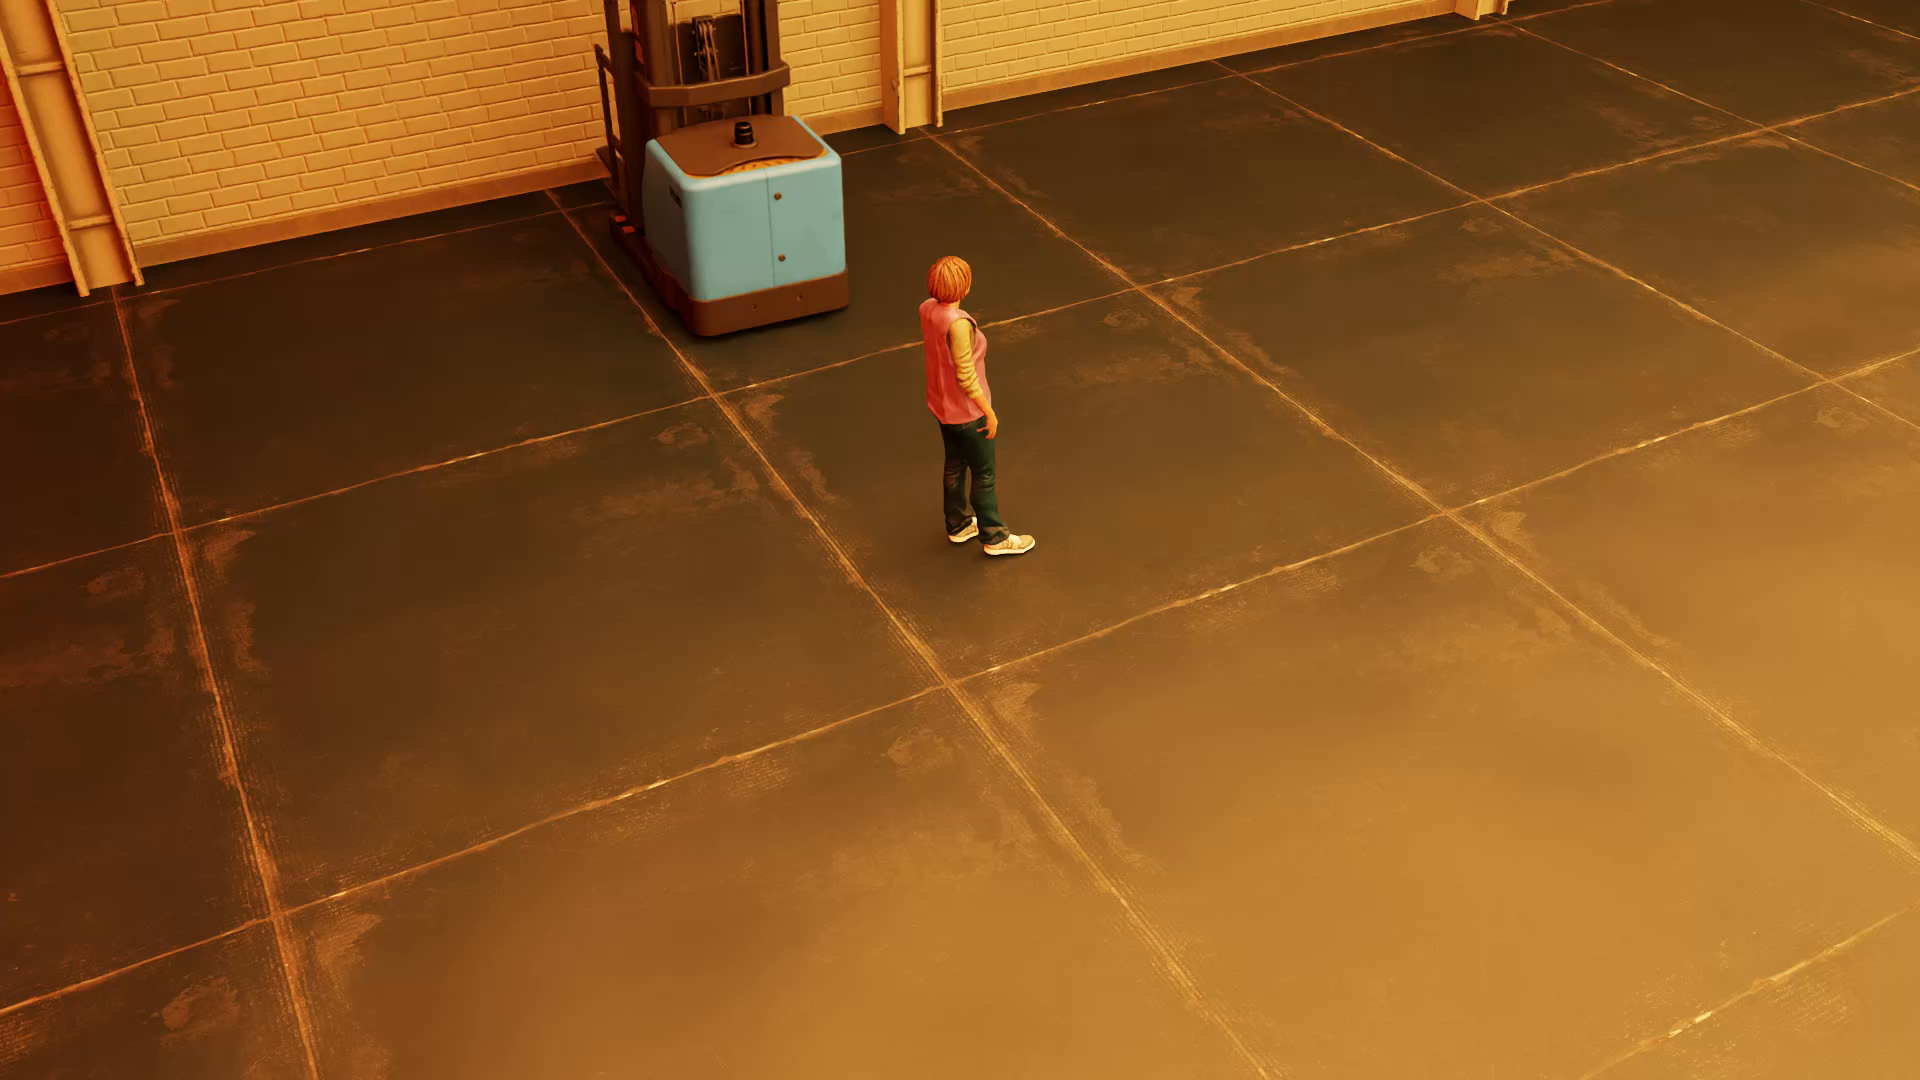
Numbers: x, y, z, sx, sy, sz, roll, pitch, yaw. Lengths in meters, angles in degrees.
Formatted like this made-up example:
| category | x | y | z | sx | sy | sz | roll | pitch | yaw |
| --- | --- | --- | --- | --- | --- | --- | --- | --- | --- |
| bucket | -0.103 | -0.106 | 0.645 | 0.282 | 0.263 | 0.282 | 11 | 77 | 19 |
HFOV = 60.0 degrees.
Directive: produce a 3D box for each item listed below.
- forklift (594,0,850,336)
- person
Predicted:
| category | x | y | z | sx | sy | sz | roll | pitch | yaw |
| --- | --- | --- | --- | --- | --- | --- | --- | --- | --- |
| forklift | -1.802 | -3.300 | 10.792 | 1.130 | 2.935 | 3.031 | -15 | 38 | -21 |
| person | 0.072 | -0.671 | 8.216 | 0.473 | 1.599 | 0.521 | -17 | 39 | -23 |
